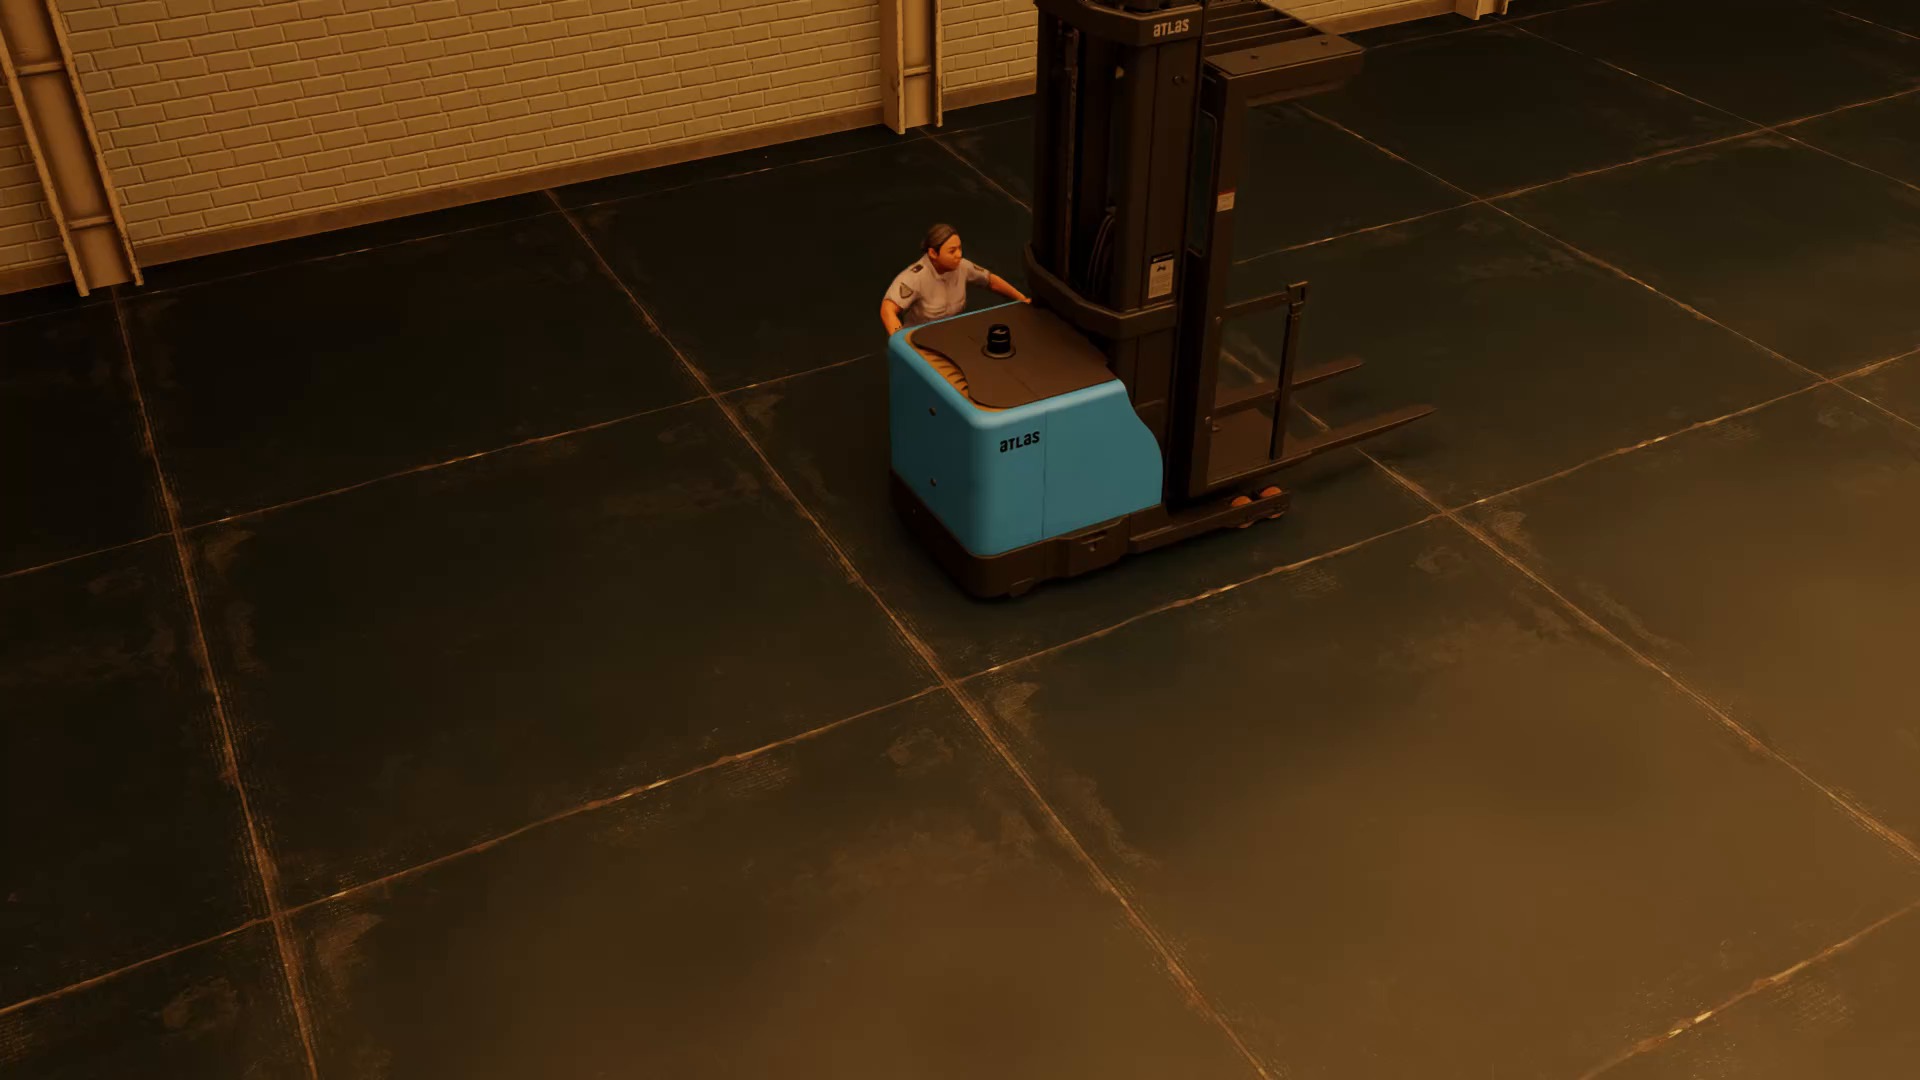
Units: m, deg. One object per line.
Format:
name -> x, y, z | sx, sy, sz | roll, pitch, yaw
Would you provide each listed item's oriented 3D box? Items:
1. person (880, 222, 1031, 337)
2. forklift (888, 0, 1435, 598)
person -> 0.049, -0.942, 8.762 | 0.781, 1.404, 0.900 | 19, 39, 25
forklift -> 1.173, -1.510, 8.259 | 3.031, 2.935, 1.130 | -17, 39, -23
